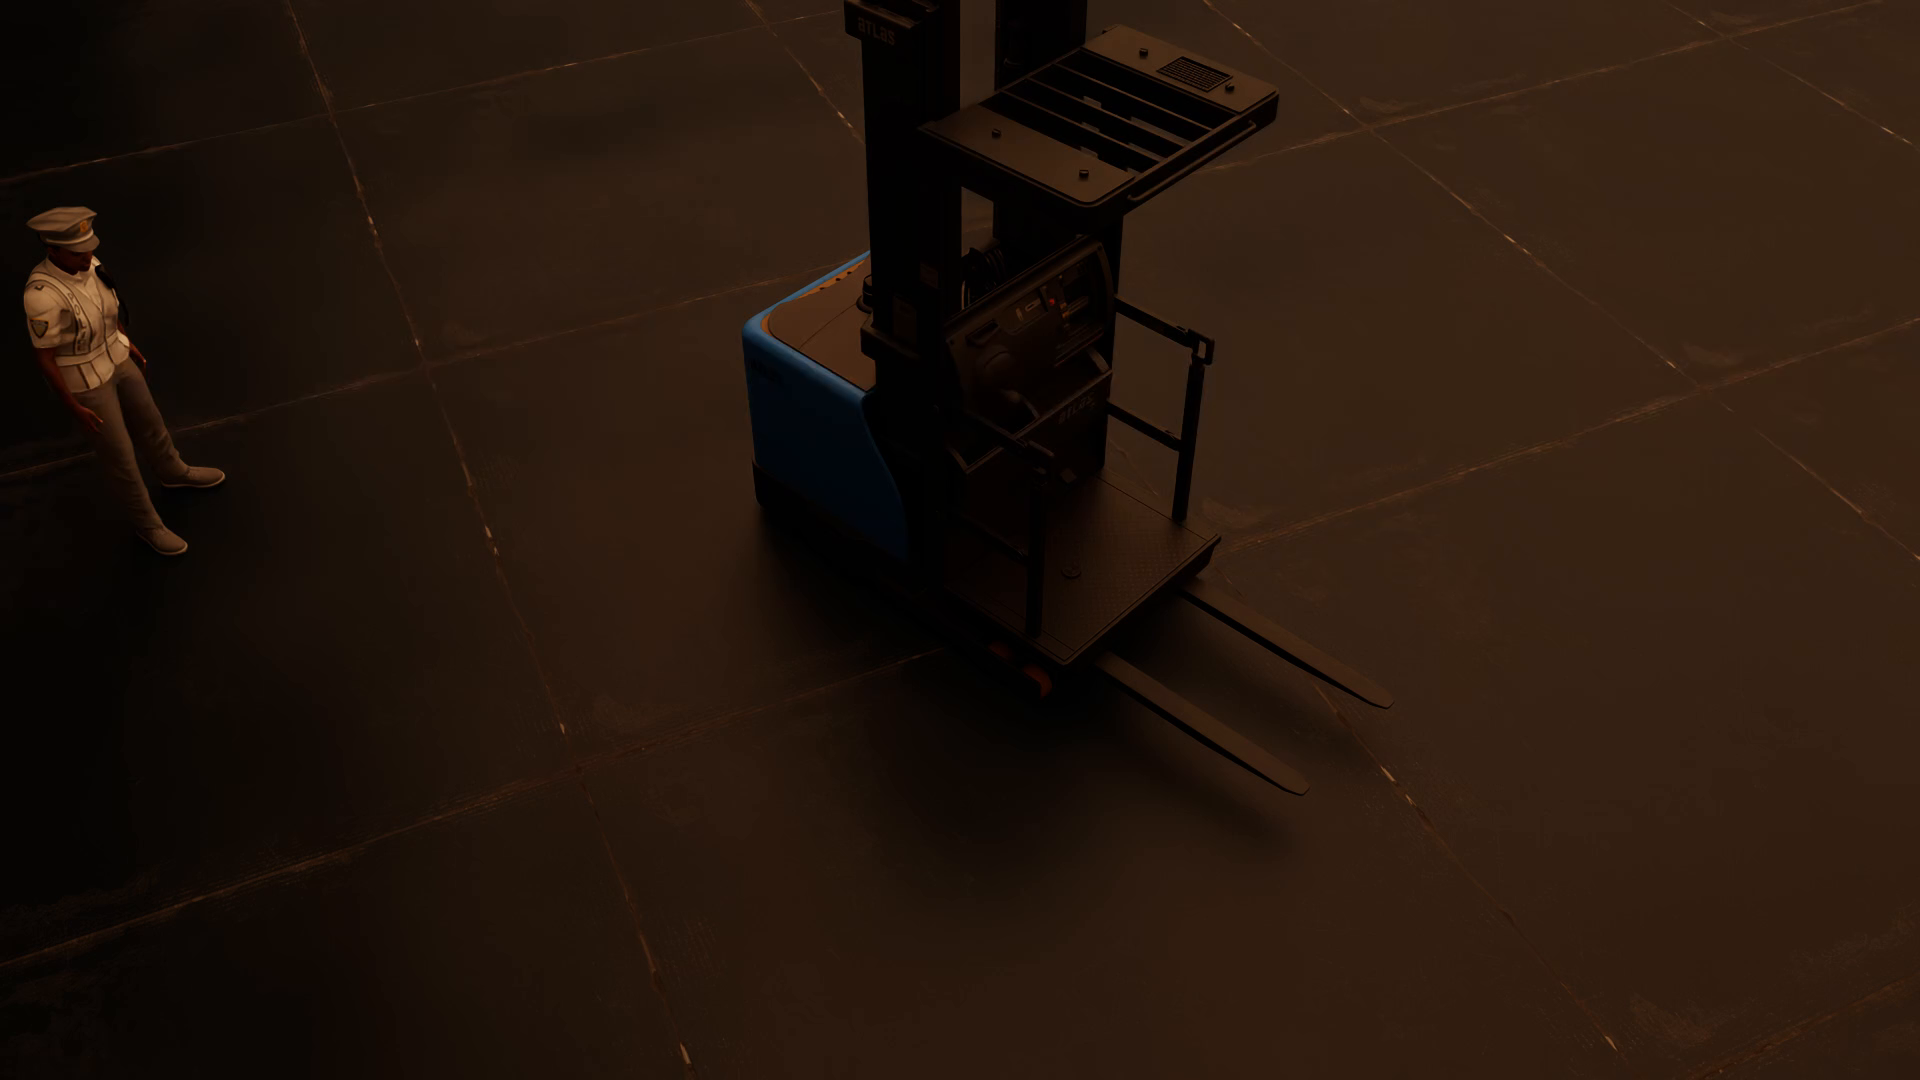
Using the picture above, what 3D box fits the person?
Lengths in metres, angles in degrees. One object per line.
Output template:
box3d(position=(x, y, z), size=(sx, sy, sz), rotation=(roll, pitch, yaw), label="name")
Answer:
box3d(position=(-3.791, -0.737, 7.406), size=(0.427, 1.666, 0.599), rotation=(6, 43, 6), label="person")

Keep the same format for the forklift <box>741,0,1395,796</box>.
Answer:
box3d(position=(0.445, -0.788, 6.525), size=(3.031, 2.935, 1.130), rotation=(32, 52, 30), label="forklift")
